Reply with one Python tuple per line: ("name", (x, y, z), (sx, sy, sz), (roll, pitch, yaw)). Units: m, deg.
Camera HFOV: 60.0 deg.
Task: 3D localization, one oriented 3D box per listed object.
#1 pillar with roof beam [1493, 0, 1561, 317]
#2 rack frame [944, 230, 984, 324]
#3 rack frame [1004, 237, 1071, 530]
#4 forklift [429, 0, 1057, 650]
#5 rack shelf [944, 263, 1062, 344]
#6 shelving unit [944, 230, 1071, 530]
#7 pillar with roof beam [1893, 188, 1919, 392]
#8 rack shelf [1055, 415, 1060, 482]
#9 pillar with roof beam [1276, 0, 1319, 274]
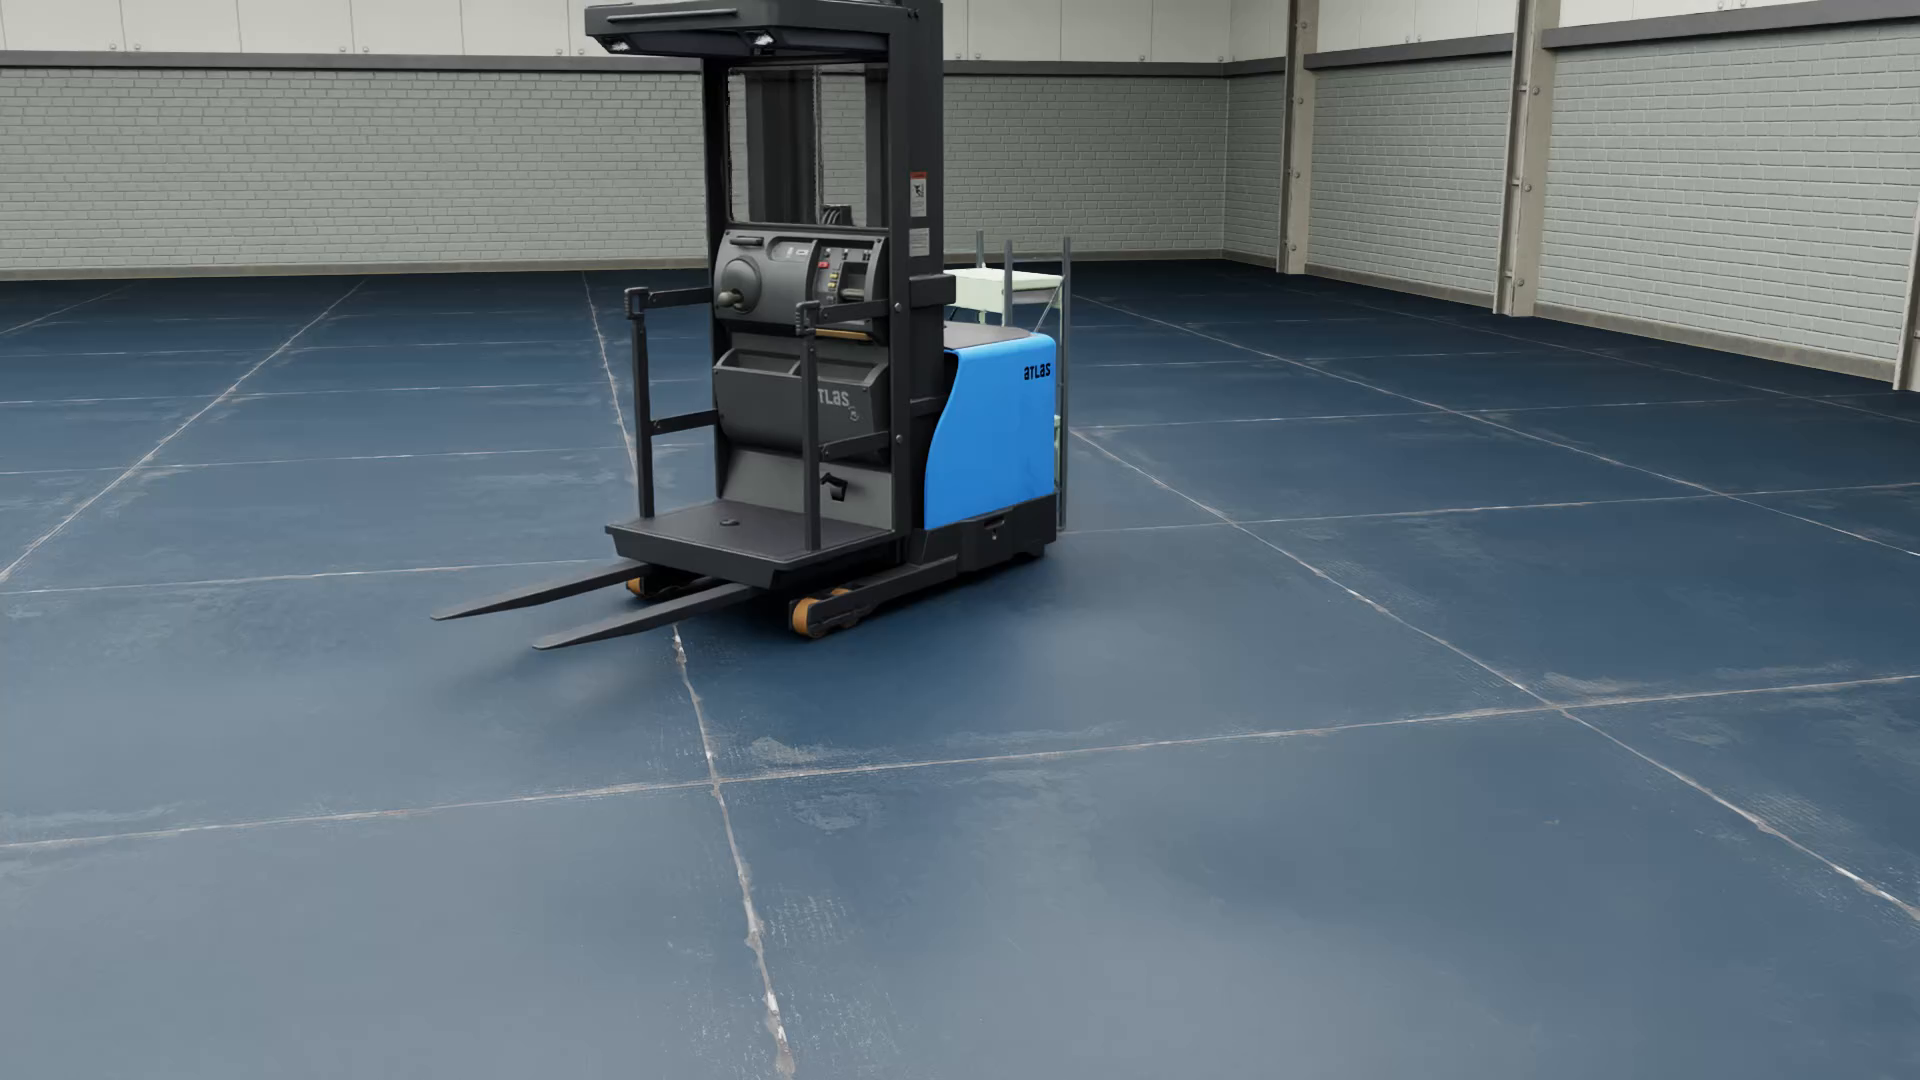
("pillar with roof beam", (2.122, -6.698, 16.881), (9.100, 9.000, 0.400), (-3, 14, -13))
("rack frame", (-0.042, -0.904, 8.965), (0.400, 1.500, 0.023), (-10, 17, -35))
("rack frame", (0.386, -0.763, 8.388), (0.400, 1.500, 0.023), (-10, 17, -35))
("forklift", (-0.826, -1.154, 6.974), (1.130, 2.935, 3.031), (10, 17, 36))
("rack shelf", (0.172, -1.212, 8.584), (0.431, 0.370, 0.720), (-10, 17, -35))
("shelving unit", (0.172, -0.833, 8.677), (0.431, 1.500, 0.755), (-10, 17, -35))
("pillar with roof beam", (3.531, -5.314, 11.215), (9.100, 9.000, 0.400), (-3, 14, -13))
("rack shelf", (0.172, -0.516, 8.754), (0.431, 0.370, 0.720), (-10, 17, -35))
("pillar with roof beam", (0.713, -8.082, 22.547), (9.100, 9.000, 0.400), (-3, 14, -13))
